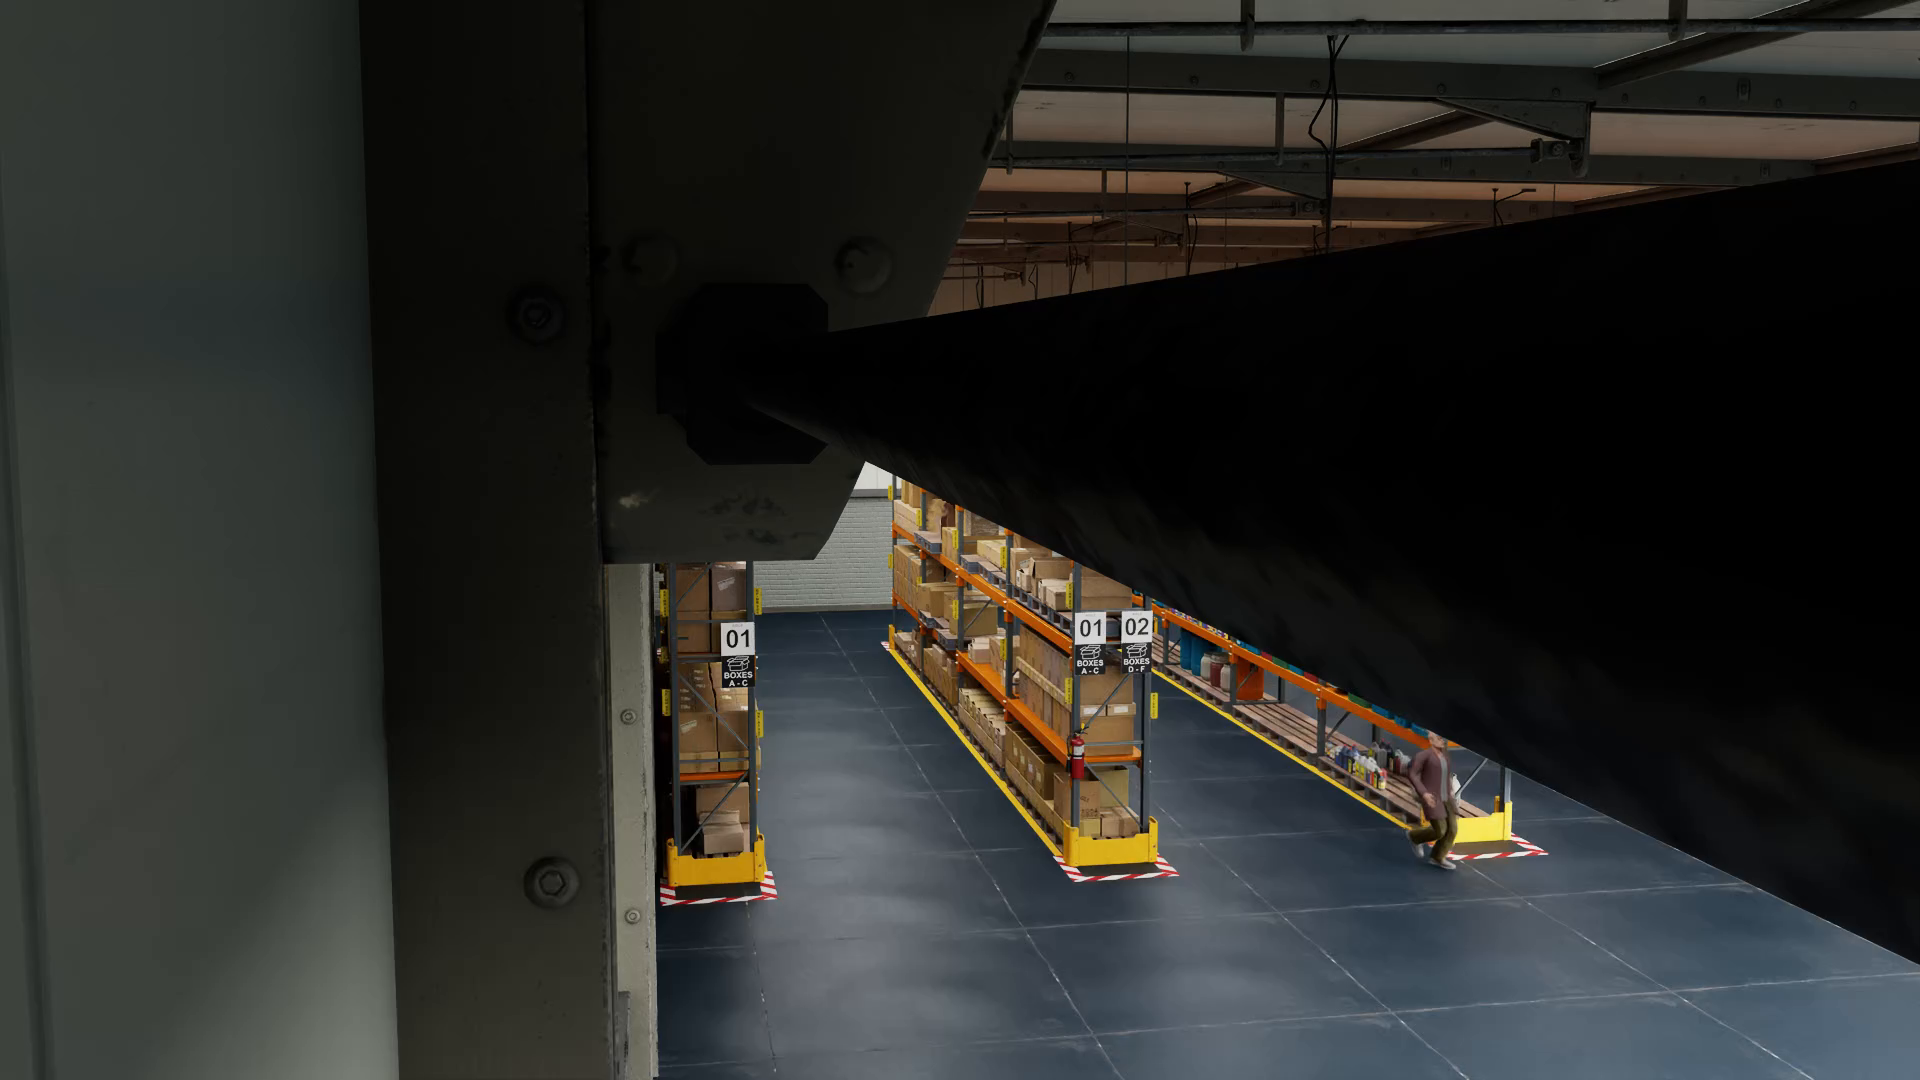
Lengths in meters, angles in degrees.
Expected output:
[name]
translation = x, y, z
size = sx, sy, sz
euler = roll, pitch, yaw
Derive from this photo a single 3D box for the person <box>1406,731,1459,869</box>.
[person]
translation = 5.943, 3.226, 20.808
size = 0.731, 1.707, 0.667
euler = -4, 7, -33
